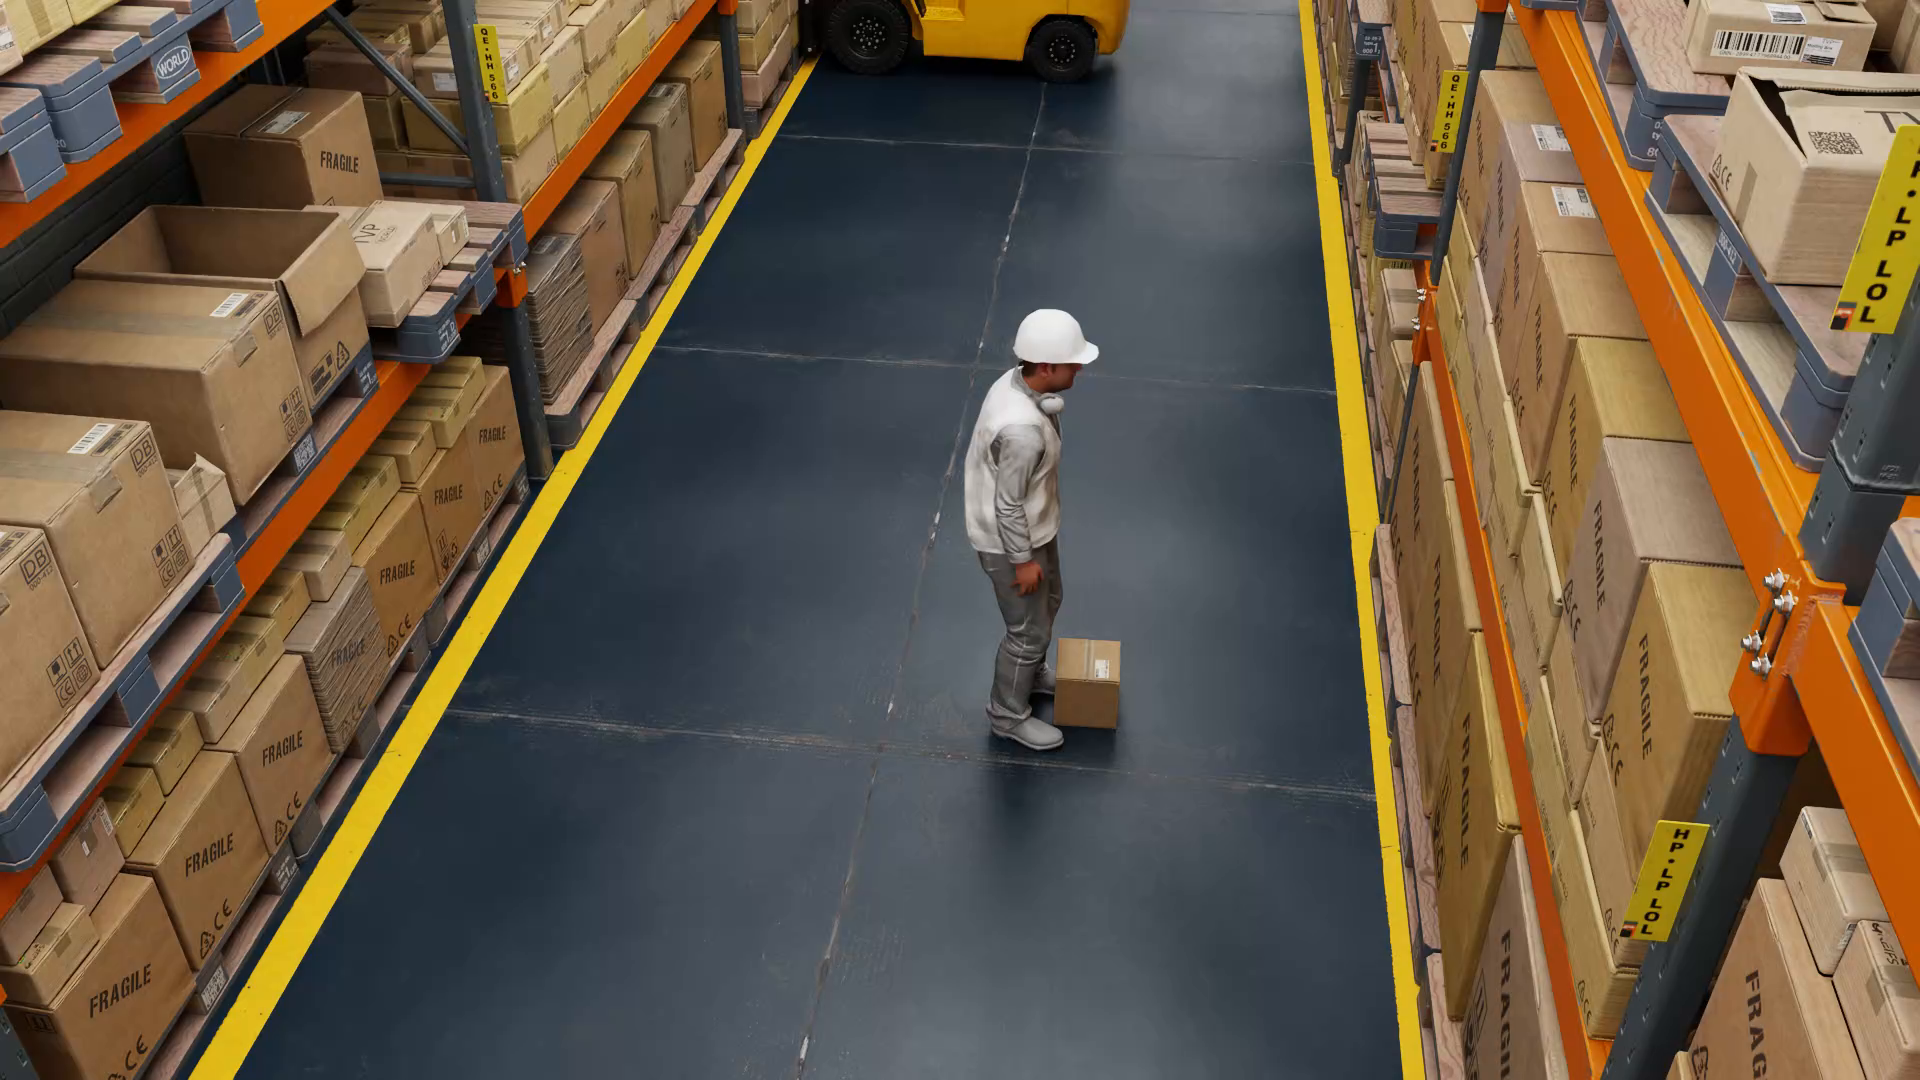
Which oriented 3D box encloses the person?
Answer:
[{"bbox_3d":[0.248,-0.054,6.200,0.467,1.770,0.579,4,36,6],"label":"person"}]
